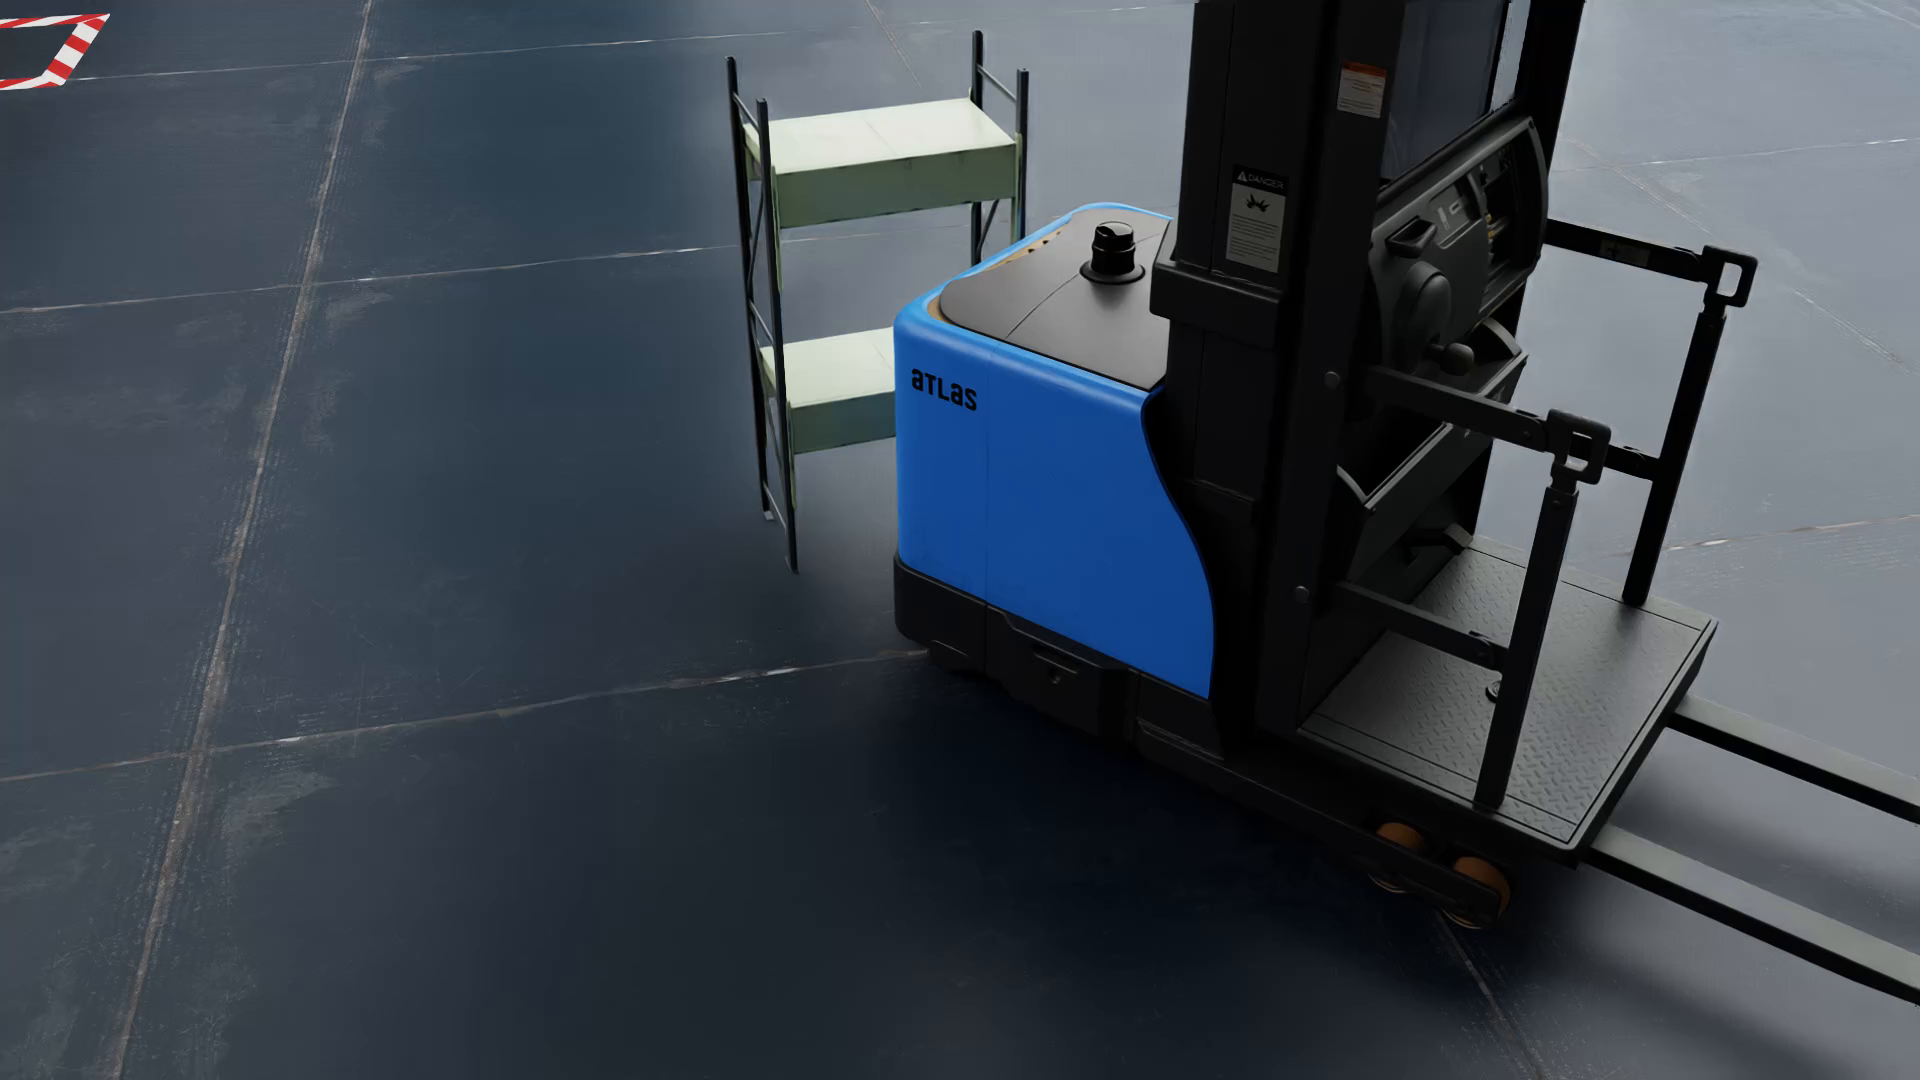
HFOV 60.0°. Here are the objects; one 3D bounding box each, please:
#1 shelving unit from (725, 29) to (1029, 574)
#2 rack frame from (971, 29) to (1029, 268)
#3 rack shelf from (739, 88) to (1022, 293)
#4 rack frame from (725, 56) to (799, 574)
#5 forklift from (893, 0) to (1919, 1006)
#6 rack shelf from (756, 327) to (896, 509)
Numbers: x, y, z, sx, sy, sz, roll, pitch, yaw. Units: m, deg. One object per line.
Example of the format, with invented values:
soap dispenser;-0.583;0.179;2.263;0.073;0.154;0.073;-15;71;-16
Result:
shelving unit;-0.234;-0.692;5.008;0.755;1.500;0.431;-11;35;-16
rack frame;0.111;-0.760;5.109;0.023;1.500;0.400;-11;35;-16
rack shelf;-0.234;-1.016;4.790;0.720;0.370;0.431;-11;35;-16
rack frame;-0.579;-0.625;4.907;0.023;1.500;0.400;-11;35;-16
forklift;1.292;-0.632;3.634;3.031;2.935;1.130;23;40;30
rack shelf;-0.234;-0.422;5.190;0.720;0.370;0.431;-11;35;-16
